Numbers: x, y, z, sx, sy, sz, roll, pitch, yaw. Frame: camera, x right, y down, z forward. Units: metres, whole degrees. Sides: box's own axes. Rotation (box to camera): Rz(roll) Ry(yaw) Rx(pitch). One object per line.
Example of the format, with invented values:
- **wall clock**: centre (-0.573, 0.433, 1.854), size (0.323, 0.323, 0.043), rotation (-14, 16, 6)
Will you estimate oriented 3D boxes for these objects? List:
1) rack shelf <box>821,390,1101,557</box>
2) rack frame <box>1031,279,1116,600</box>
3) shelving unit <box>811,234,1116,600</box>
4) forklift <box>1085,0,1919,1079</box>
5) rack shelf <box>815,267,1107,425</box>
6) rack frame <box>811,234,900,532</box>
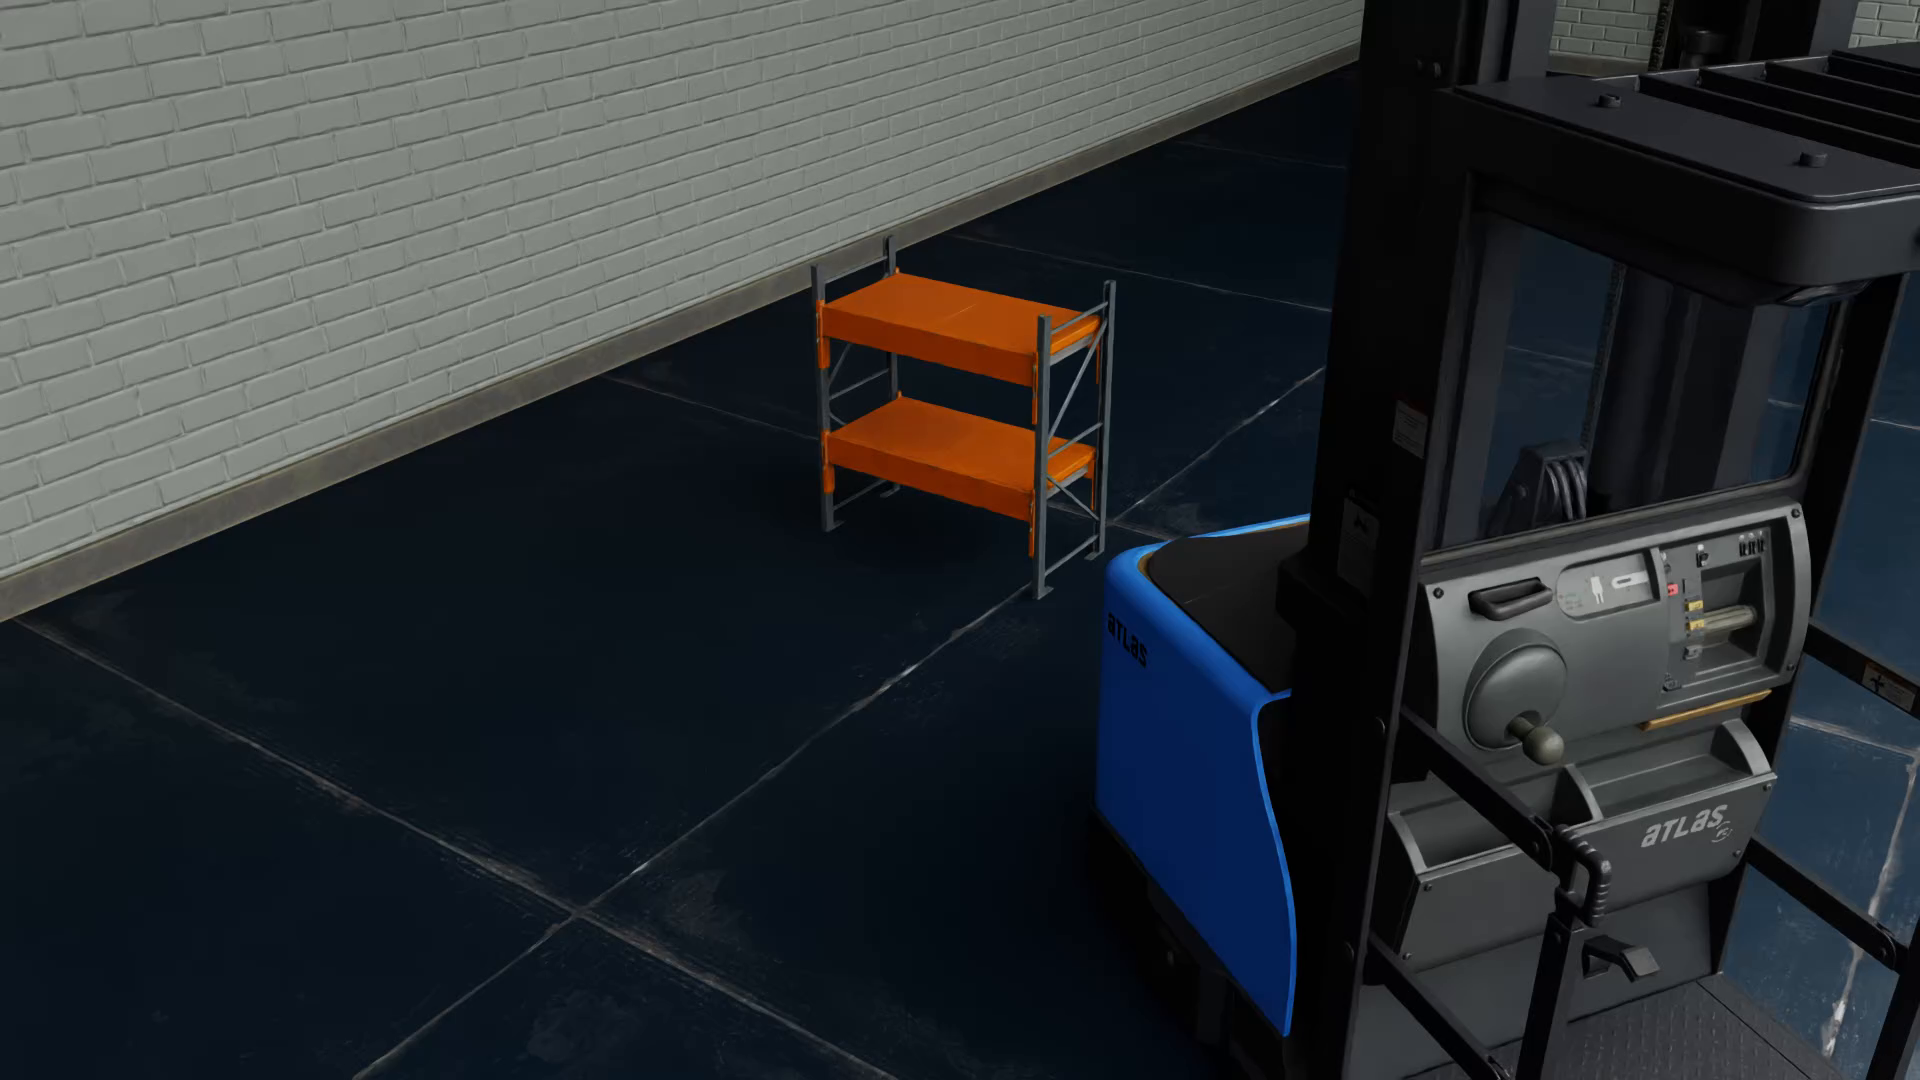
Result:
- **rack shelf**: centre (0.006, -0.282, 6.602), size (1.000, 0.278, 0.538), rotation (17, 32, 30)
- **rack frame**: centre (0.425, -0.369, 6.235), size (0.032, 1.125, 0.500), rotation (17, 32, 30)
- **shelving unit**: centre (0.006, -0.500, 6.491), size (1.048, 1.125, 0.538), rotation (17, 32, 30)
- **forklift**: centre (1.389, 0.215, 3.096), size (1.130, 2.935, 3.031), rotation (-11, 29, -20)
- **rack shelf**: centre (0.006, -0.760, 6.359), size (1.000, 0.278, 0.538), rotation (17, 32, 30)
- **rack frame**: centre (-0.413, -0.630, 6.748), size (0.032, 1.125, 0.500), rotation (17, 32, 30)
